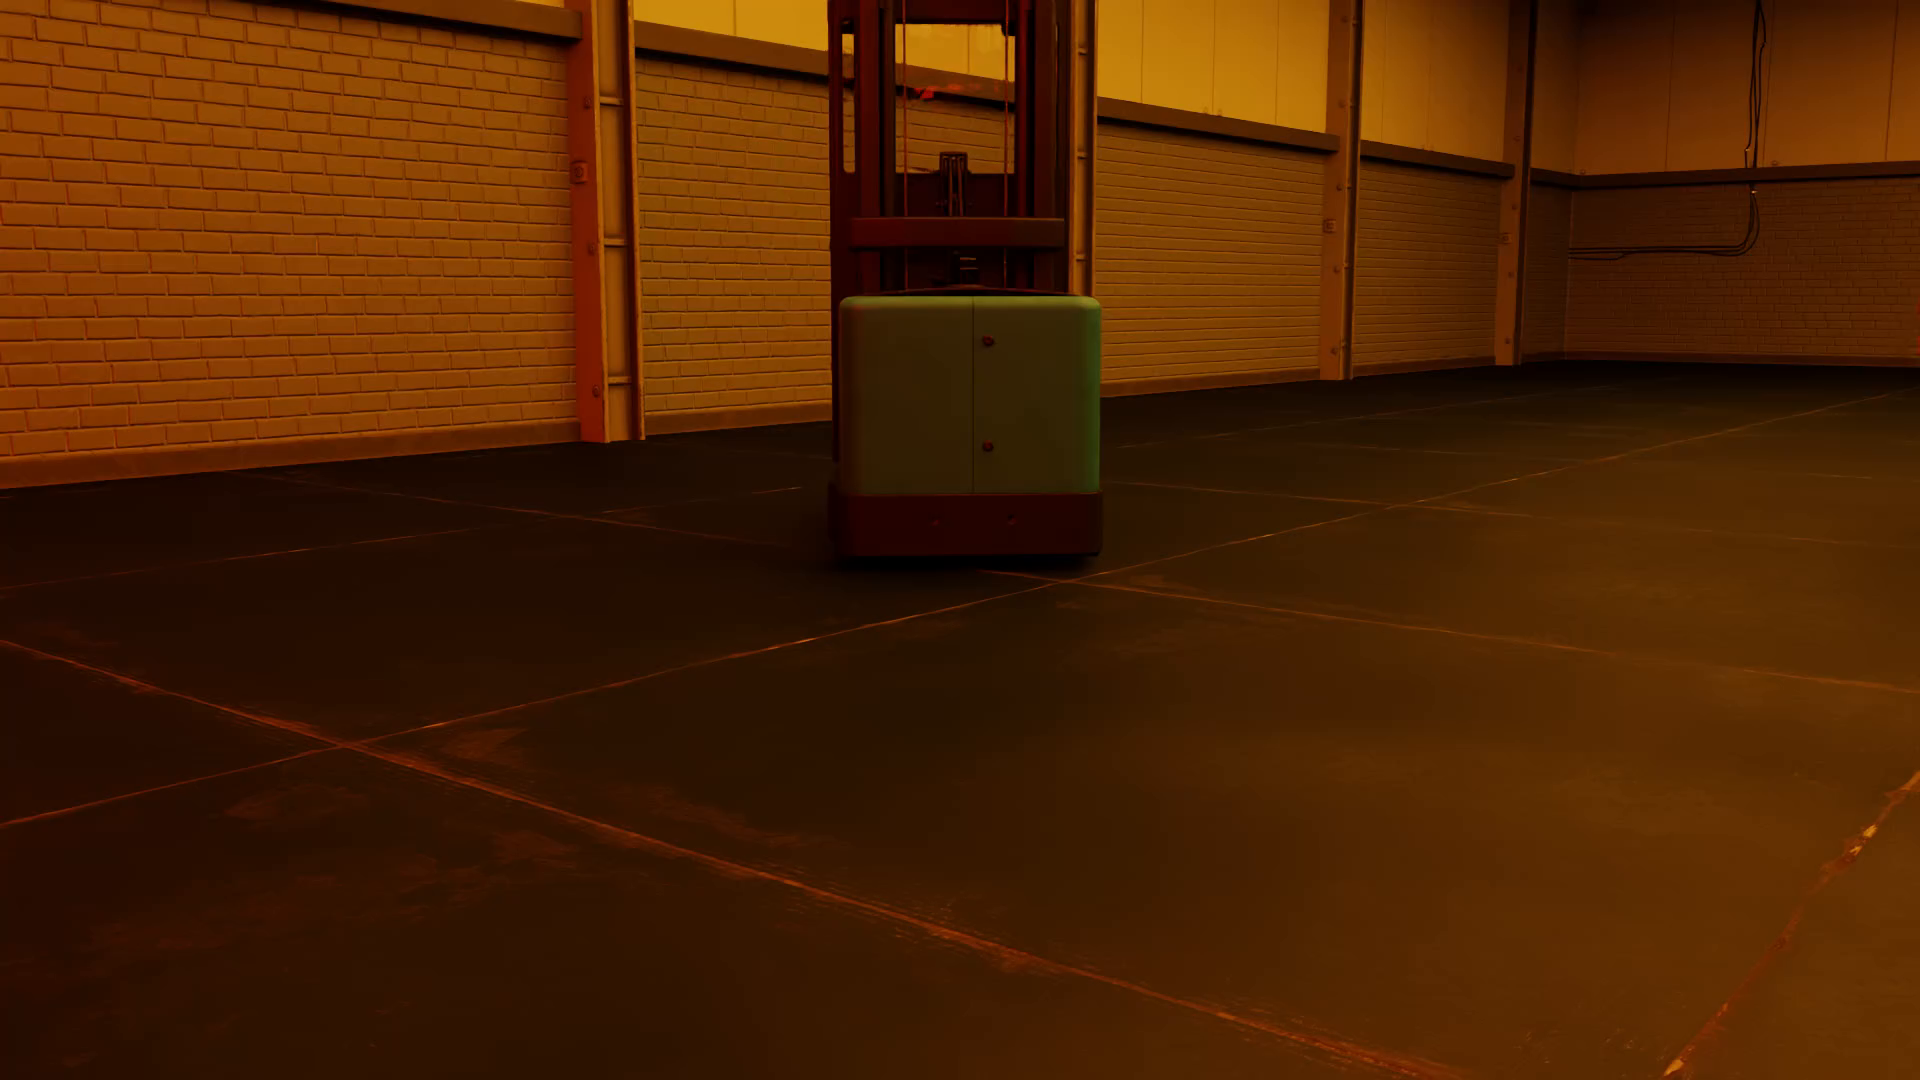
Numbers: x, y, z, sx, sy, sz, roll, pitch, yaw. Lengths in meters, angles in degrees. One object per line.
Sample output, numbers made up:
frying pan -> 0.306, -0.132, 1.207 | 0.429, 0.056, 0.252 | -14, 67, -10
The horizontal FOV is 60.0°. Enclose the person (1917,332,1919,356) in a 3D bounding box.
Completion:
person -> 4.907, -0.902, 7.803 | 0.488, 1.712, 0.781 | -5, 10, -29

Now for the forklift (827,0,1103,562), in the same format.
forklift -> -0.068, -1.538, 7.794 | 1.130, 2.935, 3.031 | -1, 8, -5
